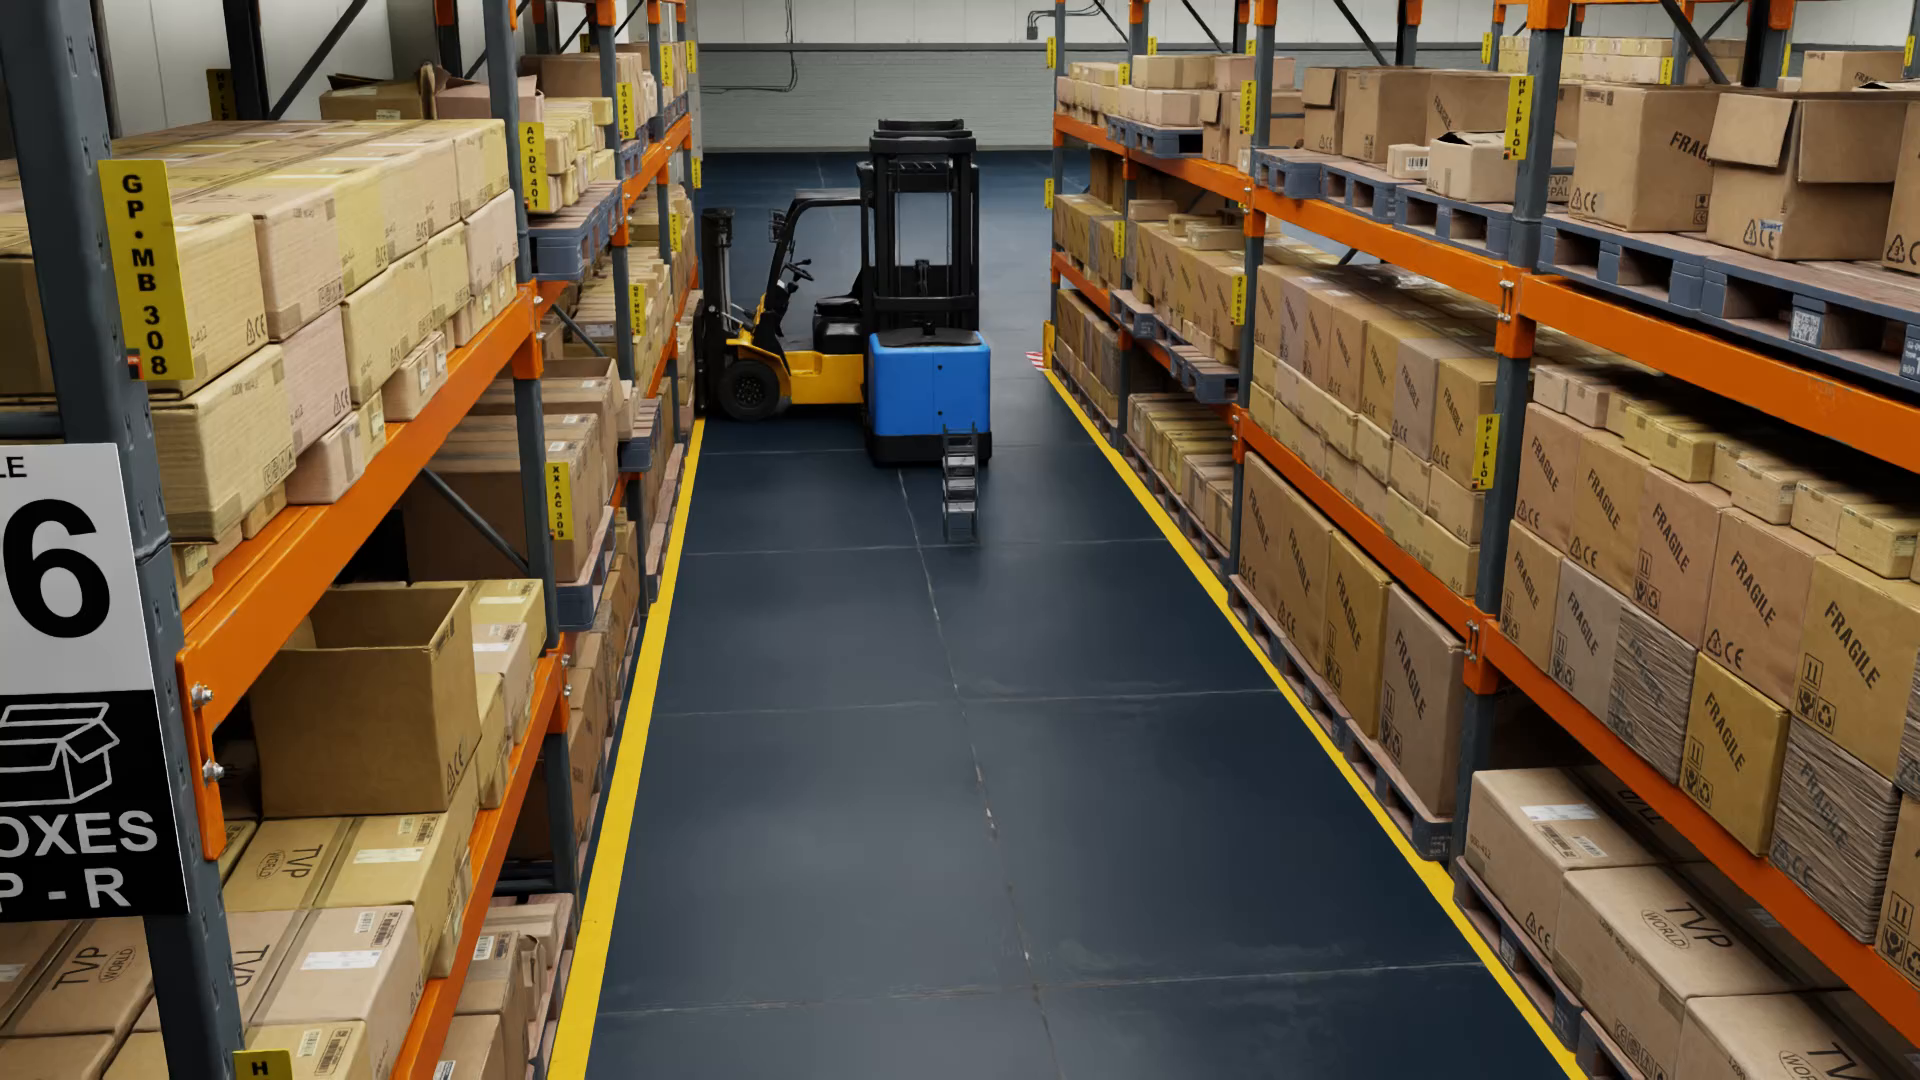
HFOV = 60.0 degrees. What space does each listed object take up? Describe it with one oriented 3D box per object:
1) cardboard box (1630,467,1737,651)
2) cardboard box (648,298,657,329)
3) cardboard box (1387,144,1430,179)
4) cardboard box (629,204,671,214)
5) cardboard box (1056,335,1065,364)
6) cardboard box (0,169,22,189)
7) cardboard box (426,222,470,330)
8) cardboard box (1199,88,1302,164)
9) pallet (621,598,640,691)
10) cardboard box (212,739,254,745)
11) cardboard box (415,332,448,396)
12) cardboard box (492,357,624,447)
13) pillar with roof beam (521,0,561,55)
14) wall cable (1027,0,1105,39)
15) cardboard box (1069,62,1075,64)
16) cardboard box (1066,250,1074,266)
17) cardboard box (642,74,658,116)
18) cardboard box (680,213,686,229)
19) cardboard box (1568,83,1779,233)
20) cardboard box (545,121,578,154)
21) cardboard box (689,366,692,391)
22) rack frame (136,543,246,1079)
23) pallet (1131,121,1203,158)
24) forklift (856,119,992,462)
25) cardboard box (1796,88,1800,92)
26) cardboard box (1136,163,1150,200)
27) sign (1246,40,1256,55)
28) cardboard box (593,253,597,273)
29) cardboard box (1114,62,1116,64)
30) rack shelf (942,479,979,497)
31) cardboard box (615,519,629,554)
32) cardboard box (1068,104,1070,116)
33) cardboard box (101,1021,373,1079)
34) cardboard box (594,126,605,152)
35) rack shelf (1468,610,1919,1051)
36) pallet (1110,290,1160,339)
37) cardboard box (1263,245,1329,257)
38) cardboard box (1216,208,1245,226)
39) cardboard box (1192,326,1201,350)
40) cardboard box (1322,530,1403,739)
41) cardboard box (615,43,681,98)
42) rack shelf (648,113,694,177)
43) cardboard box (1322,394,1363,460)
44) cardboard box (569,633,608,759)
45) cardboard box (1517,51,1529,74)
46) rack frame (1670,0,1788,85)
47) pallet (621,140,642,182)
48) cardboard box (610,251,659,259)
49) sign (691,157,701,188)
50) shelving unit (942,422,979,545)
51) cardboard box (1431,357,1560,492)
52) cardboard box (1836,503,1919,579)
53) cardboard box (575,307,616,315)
[{"bbox_3d":[2.670,0.049,5.677,0.500,0.500,0.500,-1,17,-5],"label":"cardboard box"},{"bbox_3d":[-2.542,-1.680,12.437,0.500,0.250,0.500,-2,17,-5],"label":"cardboard box"},{"bbox_3d":[2.430,-1.958,8.587,0.380,0.166,0.250,0,17,-1],"label":"cardboard box"},{"bbox_3d":[-2.937,-3.093,15.774,0.380,0.149,0.250,-2,18,-6],"label":"cardboard box"},{"bbox_3d":[1.344,-2.094,18.229,0.500,0.250,0.500,-2,18,-6],"label":"cardboard box"},{"bbox_3d":[-2.190,-0.705,3.826,0.500,0.250,0.500,-2,18,-5],"label":"cardboard box"},{"bbox_3d":[-1.759,-0.783,4.908,0.500,0.250,0.500,-1,17,-4],"label":"cardboard box"},{"bbox_3d":[2.176,-3.005,12.060,0.797,0.503,0.637,-2,18,-6],"label":"cardboard box"},{"bbox_3d":[-2.536,0.638,10.294,1.003,0.211,1.213,-2,18,-6],"label":"pallet"},{"bbox_3d":[-2.270,0.664,5.309,0.500,0.250,0.500,-1,17,-4],"label":"cardboard box"},{"bbox_3d":[-1.644,-0.480,4.611,0.380,0.149,0.250,-1,17,-5],"label":"cardboard box"},{"bbox_3d":[-2.223,-0.686,8.979,0.797,0.503,0.637,-2,18,-7],"label":"cardboard box"},{"bbox_3d":[0.057,-6.060,16.956,9.100,9.000,0.400,-2,18,-6],"label":"pillar with roof beam"},{"bbox_3d":[3.136,-17.695,48.338,2.305,6.003,0.169,-2,18,-6],"label":"wall cable"},{"bbox_3d":[1.370,-5.034,17.784,0.380,0.149,0.250,-2,18,-6],"label":"cardboard box"},{"bbox_3d":[1.333,-2.994,17.624,0.380,0.149,0.250,-2,17,-5],"label":"cardboard box"},{"bbox_3d":[-2.671,-3.537,13.208,0.500,0.311,0.500,-2,18,-7],"label":"cardboard box"},{"bbox_3d":[-2.929,-3.181,16.552,0.380,0.149,0.250,-2,18,-5],"label":"cardboard box"},{"bbox_3d":[2.626,-1.424,6.163,0.500,0.500,0.500,-1,17,-5],"label":"cardboard box"},{"bbox_3d":[-1.892,-1.759,7.318,0.380,0.149,0.250,-2,18,-7],"label":"cardboard box"},{"bbox_3d":[-2.785,-1.539,15.626,0.500,0.250,0.500,-2,18,-6],"label":"cardboard box"},{"bbox_3d":[-1.750,1.467,2.997,1.000,3.000,0.127,-2,18,-6],"label":"rack frame"},{"bbox_3d":[2.017,-3.108,12.875,1.213,0.211,1.003,-2,18,-6],"label":"pallet"},{"bbox_3d":[-0.395,-2.479,15.681,1.130,2.935,3.031,-2,18,-6],"label":"forklift"},{"bbox_3d":[6.844,-3.497,13.156,0.396,0.266,0.258,-2,18,-6],"label":"cardboard box"},{"bbox_3d":[2.063,-3.370,16.072,0.700,0.500,0.500,-2,18,-7],"label":"cardboard box"},{"bbox_3d":[2.501,-4.147,14.349,0.100,0.325,0.005,-2,18,-6],"label":"sign"},{"bbox_3d":[-3.190,-2.273,13.658,0.380,0.149,0.250,-2,18,-7],"label":"cardboard box"},{"bbox_3d":[1.865,-5.055,17.849,0.380,0.149,0.250,-2,18,-5],"label":"cardboard box"},{"bbox_3d":[0.001,-0.395,12.545,0.258,0.077,0.200,-2,18,-6],"label":"rack shelf"},{"bbox_3d":[-2.214,-0.014,10.103,0.380,0.149,0.250,-3,18,-9],"label":"cardboard box"},{"bbox_3d":[1.364,-4.581,17.674,0.380,0.149,0.250,-2,18,-7],"label":"cardboard box"},{"bbox_3d":[-1.529,1.253,3.432,0.500,0.250,0.500,-2,18,-5],"label":"cardboard box"},{"bbox_3d":[-2.299,-2.368,9.789,0.380,0.149,0.250,-1,17,-5],"label":"cardboard box"},{"bbox_3d":[2.980,1.060,5.494,1.077,0.370,4.000,-2,18,-6],"label":"rack shelf"},{"bbox_3d":[1.883,-1.939,14.166,1.003,0.211,1.213,-2,18,-6],"label":"pallet"},{"bbox_3d":[2.423,-1.915,12.405,0.500,0.500,0.500,-1,17,-5],"label":"cardboard box"},{"bbox_3d":[2.305,-2.627,13.588,0.380,0.149,0.250,-2,18,-7],"label":"cardboard box"},{"bbox_3d":[1.905,-1.468,12.065,0.380,0.149,0.250,-3,18,-8],"label":"cardboard box"},{"bbox_3d":[2.530,0.483,8.977,0.875,0.875,0.875,-1,17,-4],"label":"cardboard box"},{"bbox_3d":[-3.106,-4.594,16.260,0.700,0.500,0.500,-2,18,-5],"label":"cardboard box"},{"bbox_3d":[-3.194,-3.792,15.941,1.077,0.370,4.000,-2,18,-6],"label":"rack shelf"},{"bbox_3d":[2.299,-0.625,9.076,0.500,0.250,0.500,-1,17,-5],"label":"cardboard box"},{"bbox_3d":[-2.101,0.809,8.564,0.500,0.500,0.500,-2,18,-7],"label":"cardboard box"},{"bbox_3d":[6.298,-5.084,17.741,0.500,0.250,0.500,-2,18,-6],"label":"cardboard box"},{"bbox_3d":[6.862,-5.308,14.561,1.000,3.000,0.127,-2,18,-6],"label":"rack frame"},{"bbox_3d":[-2.734,-2.457,10.803,1.213,0.211,1.003,-1,17,-3],"label":"pallet"},{"bbox_3d":[-2.687,-2.294,13.727,0.380,0.149,0.250,-2,18,-6],"label":"cardboard box"},{"bbox_3d":[-2.859,-3.978,18.012,0.100,0.325,0.005,-2,18,-6],"label":"sign"},{"bbox_3d":[0.001,-0.427,12.535,0.258,0.900,0.210,-2,18,-6],"label":"shelving unit"},{"bbox_3d":[2.478,-0.529,7.519,0.500,0.500,0.500,-1,17,-4],"label":"cardboard box"},{"bbox_3d":[2.764,-0.001,4.753,0.380,0.149,0.250,-1,17,-4],"label":"cardboard box"},{"bbox_3d":[-2.344,-1.457,11.061,0.380,0.149,0.250,-1,17,-4],"label":"cardboard box"}]
